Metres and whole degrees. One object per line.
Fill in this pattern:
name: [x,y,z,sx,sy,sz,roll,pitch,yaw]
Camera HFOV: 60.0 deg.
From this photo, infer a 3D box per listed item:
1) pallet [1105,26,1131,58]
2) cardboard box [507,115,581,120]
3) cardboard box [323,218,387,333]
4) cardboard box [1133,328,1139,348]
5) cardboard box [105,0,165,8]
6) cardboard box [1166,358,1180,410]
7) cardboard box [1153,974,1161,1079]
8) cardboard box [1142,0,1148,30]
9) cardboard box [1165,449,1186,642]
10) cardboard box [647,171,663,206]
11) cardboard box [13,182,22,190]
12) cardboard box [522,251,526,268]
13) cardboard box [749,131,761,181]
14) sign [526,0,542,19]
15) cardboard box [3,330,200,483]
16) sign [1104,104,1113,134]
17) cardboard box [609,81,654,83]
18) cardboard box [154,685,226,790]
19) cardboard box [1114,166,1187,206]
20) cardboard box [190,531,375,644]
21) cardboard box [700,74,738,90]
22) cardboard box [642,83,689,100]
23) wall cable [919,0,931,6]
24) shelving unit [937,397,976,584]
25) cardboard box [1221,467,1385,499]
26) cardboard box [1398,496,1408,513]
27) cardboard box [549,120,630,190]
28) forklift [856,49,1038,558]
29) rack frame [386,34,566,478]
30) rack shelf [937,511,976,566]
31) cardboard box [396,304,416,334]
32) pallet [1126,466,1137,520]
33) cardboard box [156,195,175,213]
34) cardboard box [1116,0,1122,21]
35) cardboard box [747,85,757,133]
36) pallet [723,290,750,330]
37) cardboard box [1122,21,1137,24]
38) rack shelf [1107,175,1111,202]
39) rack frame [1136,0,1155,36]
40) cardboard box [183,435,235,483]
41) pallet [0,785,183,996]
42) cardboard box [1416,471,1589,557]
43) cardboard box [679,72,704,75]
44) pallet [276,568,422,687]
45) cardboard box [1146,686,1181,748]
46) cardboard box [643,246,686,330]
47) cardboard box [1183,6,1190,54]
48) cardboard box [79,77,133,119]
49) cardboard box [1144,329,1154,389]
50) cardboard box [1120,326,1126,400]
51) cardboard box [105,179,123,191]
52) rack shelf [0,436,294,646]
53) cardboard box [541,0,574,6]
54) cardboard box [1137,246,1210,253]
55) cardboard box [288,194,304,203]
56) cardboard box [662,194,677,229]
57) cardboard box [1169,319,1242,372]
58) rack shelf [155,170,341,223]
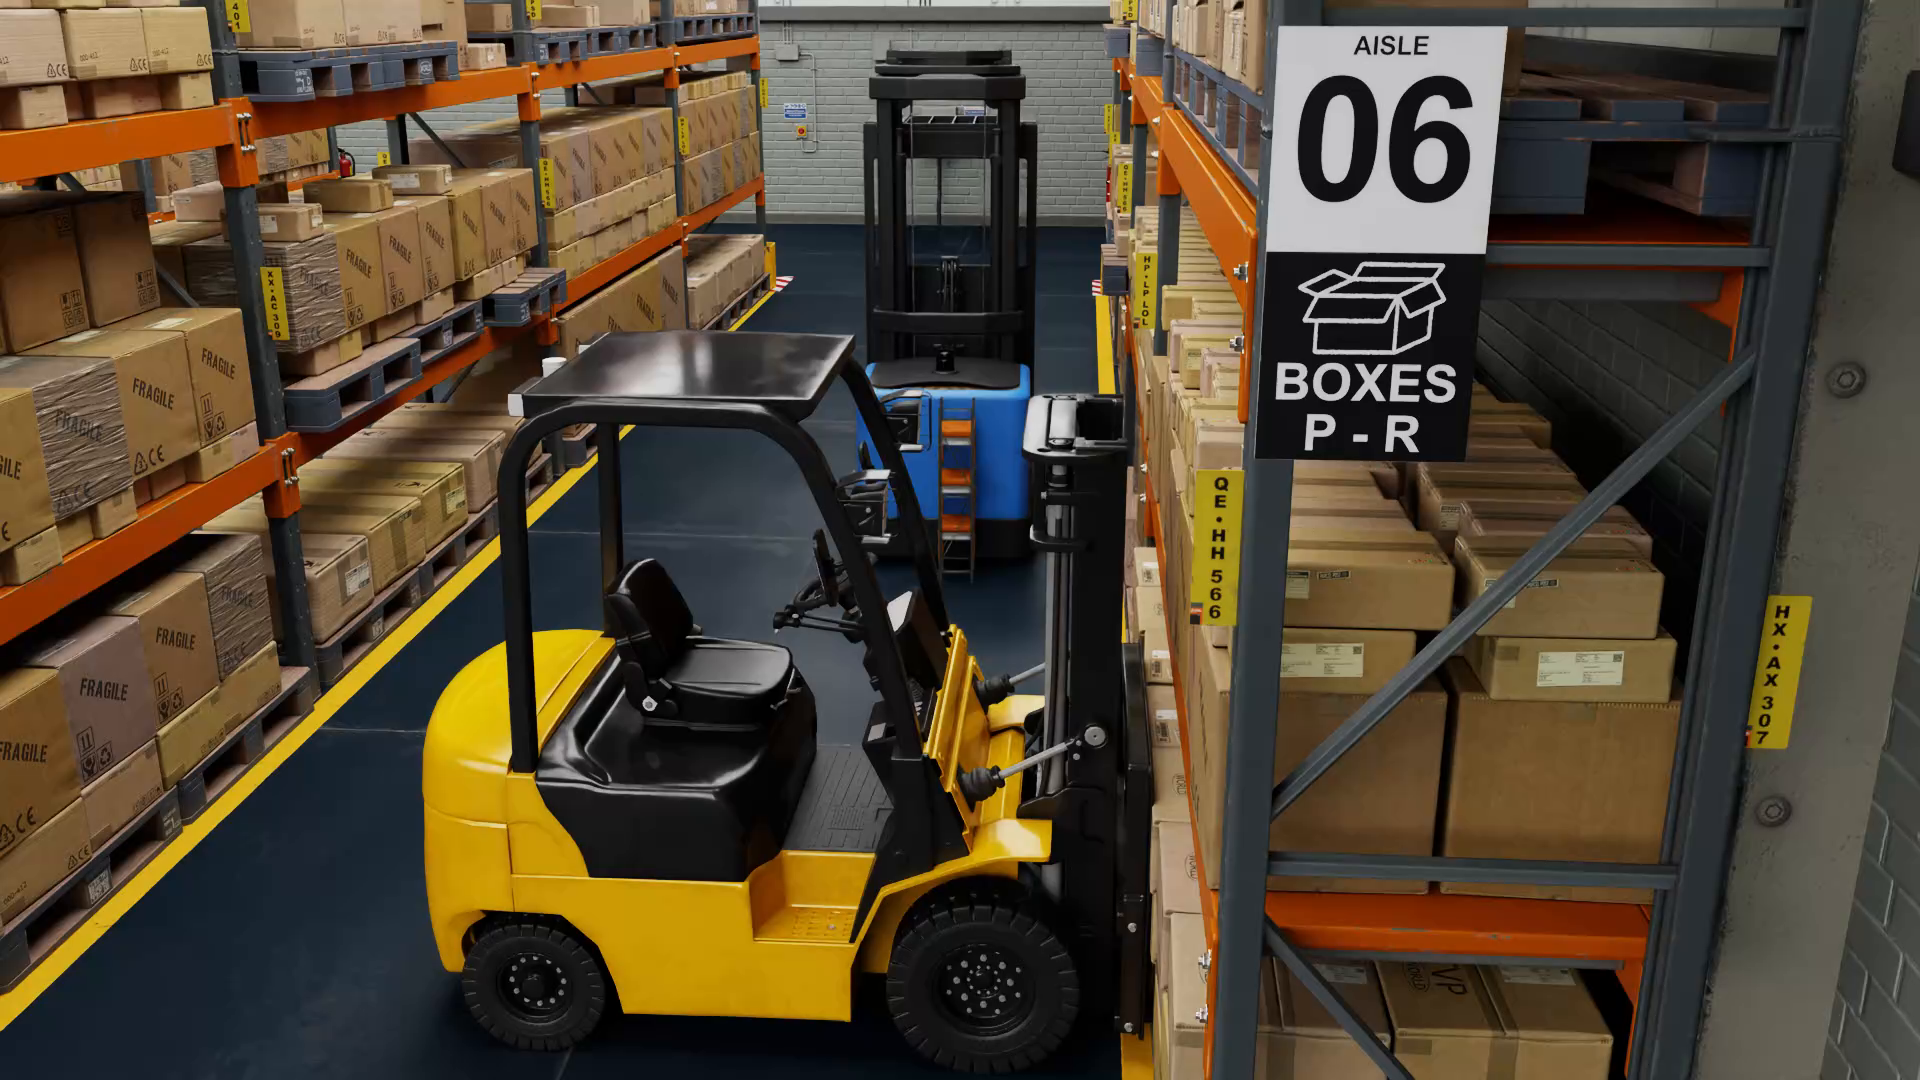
pallet: [1.727,-3.843,12.818,1.213,0.211,1.003,1,18,4]
cardboard box: [-3.402,-3.218,13.659,0.500,0.500,0.500,1,18,3]
cardboard box: [-3.255,-1.338,8.377,0.500,0.500,0.500,1,18,4]
cardboard box: [1.282,-1.268,9.715,0.500,0.250,0.500,1,18,2]
cardboard box: [-3.357,-2.154,6.485,0.380,0.149,0.250,1,18,3]
cardboard box: [0.956,-0.571,6.146,0.380,0.149,0.250,2,18,5]
cardboard box: [0.818,1.497,4.779,0.500,0.250,0.500,1,18,4]
cardboard box: [1.397,-3.129,9.342,0.700,0.500,0.500,1,18,3]
cardboard box: [0.936,0.014,5.401,0.500,0.500,0.500,1,18,4]
cardboard box: [-2.854,-3.008,14.224,0.500,0.250,0.500,2,18,5]
cardboard box: [-7.903,-2.903,13.716,0.380,0.149,0.250,1,18,4]
cardboard box: [-3.112,-1.870,11.043,0.380,0.149,0.250,2,18,6]
cardboard box: [-2.520,-4.274,18.488,0.500,0.500,0.500,1,18,4]
sign: [-2.782,-3.556,10.809,0.100,0.325,0.005,1,18,4]
cardboard box: [-3.424,-0.540,6.616,0.500,0.500,0.500,2,18,6]
sign: [1.660,-4.696,18.546,0.100,0.325,0.005,1,18,4]
cardboard box: [-3.195,-4.387,16.187,0.380,0.149,0.250,1,18,3]
cardboard box: [-3.412,0.807,6.883,0.500,0.250,0.500,1,18,2]
cardboard box: [1.561,-2.547,12.539,0.797,0.503,0.637,1,18,3]
cardboard box: [-3.575,0.231,8.445,0.950,0.372,0.625,2,18,5]
cardboard box: [-2.564,-4.858,17.624,0.380,0.149,0.250,2,18,5]
cardboard box: [-2.776,-4.223,15.686,0.380,0.149,0.250,1,18,3]
wall cable: [0.903,-8.932,23.170,2.988,3.039,0.133,1,18,4]
shelving unit: [-0.018,-0.285,9.605,0.215,1.050,0.252,1,18,2]
cardboard box: [0.848,-0.075,4.155,0.380,0.149,0.250,2,18,5]
cardboard box: [1.500,-0.156,4.880,0.380,0.149,0.250,2,18,6]
cardboard box: [-2.926,-3.039,13.113,0.500,0.500,0.500,2,18,5]
forklift: [-0.051,-1.692,10.880,1.130,2.935,3.031,1,18,2]
rack frame: [-3.323,-1.897,11.396,1.000,3.000,0.127,1,18,4]
rack shelf: [-0.018,-0.010,9.695,0.215,0.259,0.240,1,18,2]
cardboard box: [-3.205,-1.222,9.065,0.380,0.149,0.250,1,18,4]
pallet: [1.530,-0.208,10.718,1.003,0.211,1.213,1,18,4]
cardboard box: [-7.634,-3.180,15.714,0.380,0.149,0.250,2,18,6]
cardboard box: [1.399,-4.103,12.879,0.380,0.149,0.250,2,18,5]
cardboard box: [-2.547,-4.749,18.334,0.500,0.500,0.500,2,18,6]
pallet: [-2.819,-2.429,17.496,1.003,0.211,1.213,1,18,4]
cardboard box: [1.700,-4.681,14.837,0.500,0.250,0.500,1,18,4]
rack shelf: [2.058,-3.309,16.860,1.077,0.370,4.000,1,18,4]
rack frame: [1.628,-4.638,10.127,1.000,3.000,0.127,1,18,4]
cardboard box: [-3.340,-0.351,7.081,0.380,0.149,0.250,2,18,5]
pallet: [-3.708,1.260,6.240,1.003,0.211,1.213,1,18,4]
cardboard box: [1.349,-0.062,4.116,0.380,0.149,0.250,2,18,5]
cardboard box: [-2.999,-5.026,18.135,0.380,0.149,0.250,2,18,5]
pallet: [-3.556,0.428,8.777,1.003,0.211,1.213,1,18,4]
cardboard box: [0.877,0.706,5.586,0.500,0.250,0.500,1,18,3]
cardboard box: [-3.001,-2.135,14.859,0.875,0.875,0.875,2,18,6]
cardboard box: [0.951,-1.727,5.628,0.380,0.149,0.250,2,18,6]
cardboard box: [-3.428,-1.700,6.379,0.380,0.149,0.250,1,18,4]
cardboard box: [1.121,-0.870,7.698,0.500,0.250,0.500,1,18,3]
cardboard box: [1.544,-1.415,13.264,0.500,0.500,0.500,1,18,2]
cardboard box: [-7.812,-3.171,15.012,0.380,0.149,0.250,1,18,3]
rack shelf: [-3.753,0.308,5.821,1.077,0.370,4.000,1,18,4]
cardboard box: [-3.389,-4.545,13.823,0.500,0.500,0.500,1,18,3]
cardboard box: [1.148,-1.494,8.962,0.380,0.149,0.250,1,18,2]
cardboard box: [-3.692,-1.669,9.386,0.500,0.500,0.500,1,18,2]
cardboard box: [-2.817,-2.923,14.768,0.500,0.250,0.500,1,18,3]
cardboard box: [0.964,-0.710,6.091,0.380,0.149,0.250,2,18,5]
rack shelf: [-7.838,-3.498,17.436,1.077,0.370,4.000,1,18,4]
